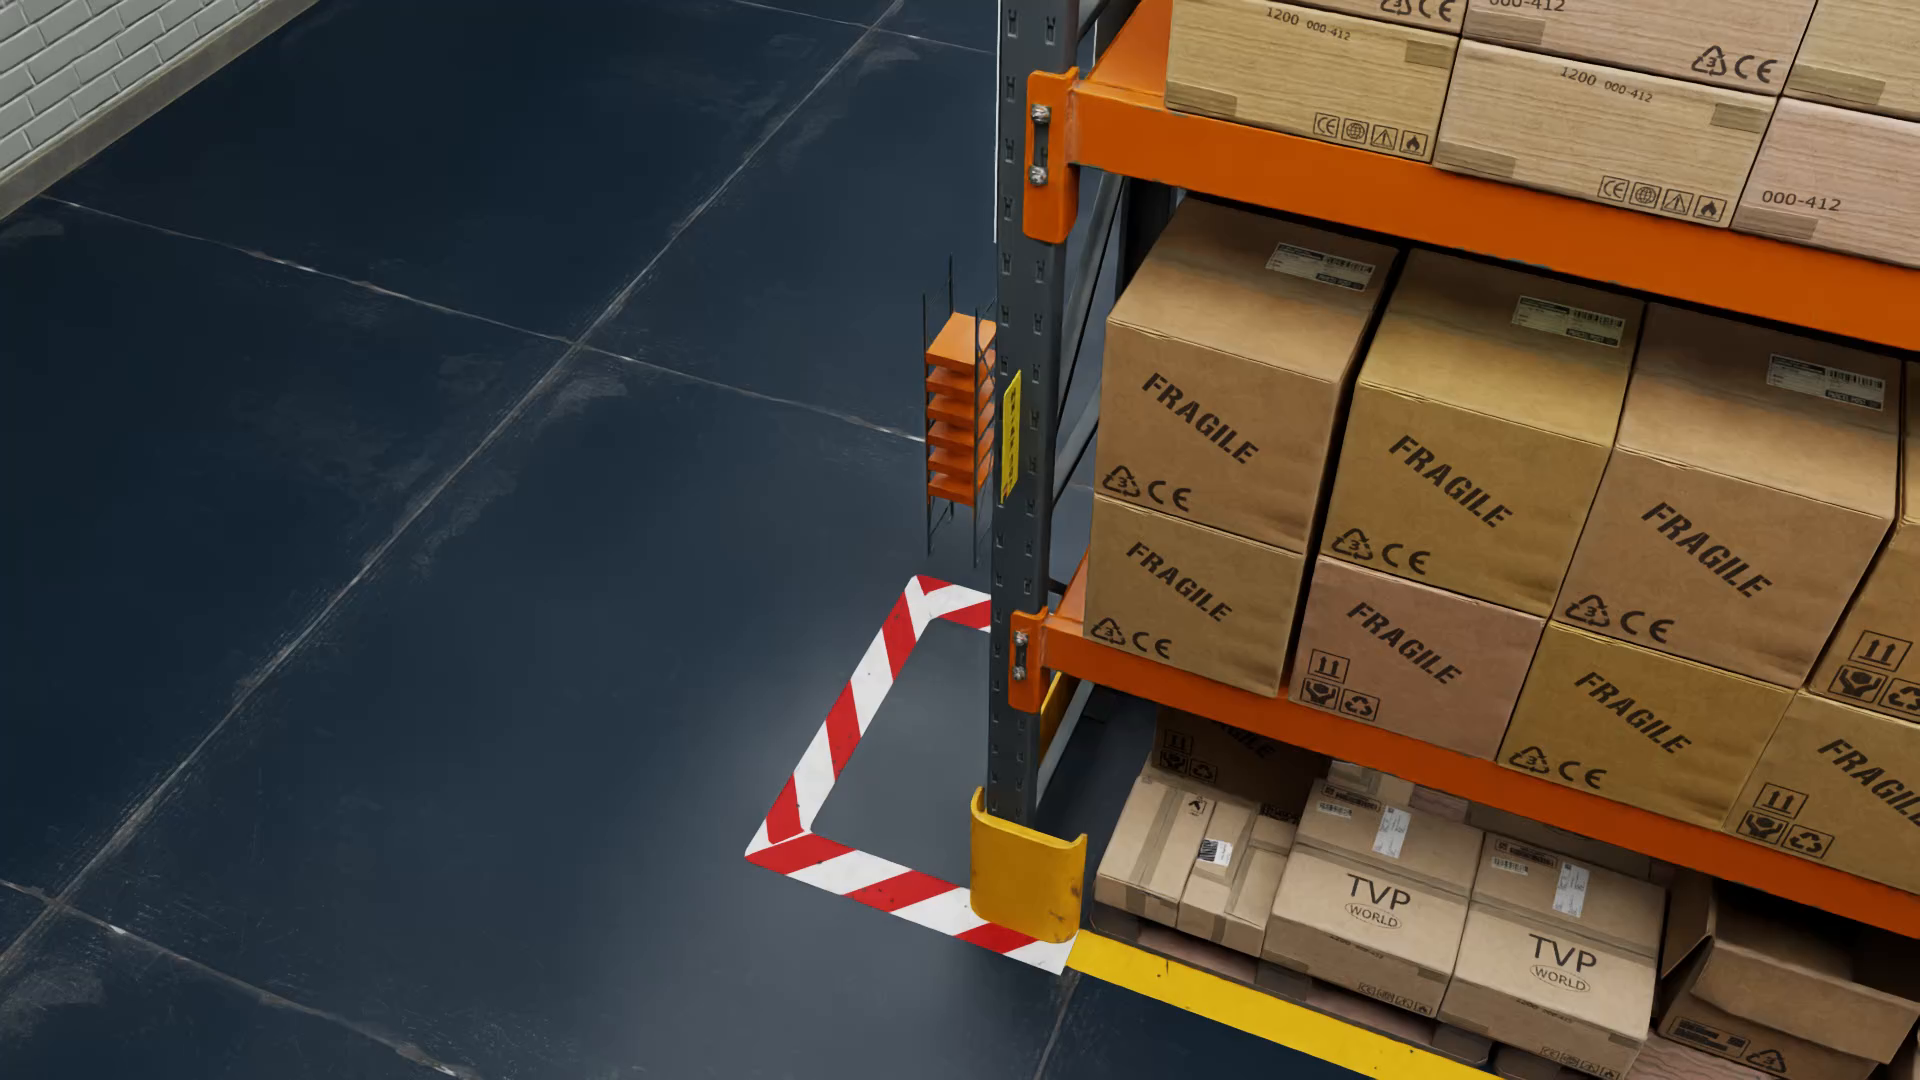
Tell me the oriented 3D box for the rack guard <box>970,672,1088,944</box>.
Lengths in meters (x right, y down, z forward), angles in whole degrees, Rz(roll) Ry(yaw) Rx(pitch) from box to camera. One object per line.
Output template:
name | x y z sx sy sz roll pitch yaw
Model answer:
rack guard | 0.395 0.631 5.262 0.348 0.500 1.175 16 47 16

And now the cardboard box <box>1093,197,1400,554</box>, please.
cardboard box | 0.633 -0.374 3.719 0.500 0.500 0.500 18 48 17

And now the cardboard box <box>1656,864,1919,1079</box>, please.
cardboard box | 2.280 1.032 4.544 0.637 0.503 0.797 16 47 16

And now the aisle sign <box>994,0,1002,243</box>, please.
aisle sign | 0.149 -1.025 3.311 0.004 0.787 0.394 16 47 16

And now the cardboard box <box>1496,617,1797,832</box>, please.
cardboard box | 1.573 0.255 3.796 0.500 0.500 0.500 16 47 16

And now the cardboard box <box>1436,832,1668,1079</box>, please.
cardboard box | 1.640 1.146 4.609 0.500 0.250 0.500 16 47 16

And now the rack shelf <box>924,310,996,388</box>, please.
rack shelf | 0.013 -0.645 5.600 0.180 0.103 0.258 16 47 16

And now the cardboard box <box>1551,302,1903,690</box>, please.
cardboard box | 1.578 -0.098 3.442 0.500 0.500 0.500 17 47 16

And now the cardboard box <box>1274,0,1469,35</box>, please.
cardboard box | 0.698 -1.155 2.909 0.500 0.250 0.500 16 47 16

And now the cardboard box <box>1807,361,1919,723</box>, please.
cardboard box | 2.047 0.039 3.304 0.500 0.500 0.500 16 47 15

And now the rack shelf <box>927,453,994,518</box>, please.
rack shelf | 0.013 -0.220 6.023 0.180 0.103 0.258 16 47 16

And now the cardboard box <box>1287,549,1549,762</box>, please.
cardboard box | 1.111 0.117 3.935 0.500 0.500 0.500 16 47 15

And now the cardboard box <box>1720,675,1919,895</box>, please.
cardboard box | 2.034 0.392 3.658 0.500 0.500 0.500 17 47 16

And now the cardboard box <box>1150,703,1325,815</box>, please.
cardboard box | 0.921 0.441 5.140 0.500 0.500 0.500 16 47 16

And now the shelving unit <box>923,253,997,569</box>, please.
shelving unit | 0.013 -0.421 5.823 0.189 1.200 0.258 16 47 16

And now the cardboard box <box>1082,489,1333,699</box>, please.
cardboard box | 0.633 -0.020 4.072 0.500 0.500 0.500 17 47 17

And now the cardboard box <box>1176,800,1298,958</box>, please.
cardboard box | 0.809 0.977 4.838 0.250 0.166 0.380 16 47 16

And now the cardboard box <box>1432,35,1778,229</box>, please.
cardboard box | 1.157 -0.837 2.944 0.500 0.250 0.500 16 47 16

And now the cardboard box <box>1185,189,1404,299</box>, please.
cardboard box | 0.841 -0.724 4.071 0.500 0.500 0.500 16 47 15

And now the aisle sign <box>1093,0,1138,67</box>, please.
aisle sign | 0.380 -1.416 3.703 0.004 0.787 0.394 16 47 16

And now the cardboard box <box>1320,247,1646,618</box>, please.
cardboard box | 1.118 -0.237 3.582 0.500 0.500 0.500 17 47 16

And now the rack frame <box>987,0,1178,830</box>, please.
rack frame | 0.325 -0.276 4.401 0.127 3.000 1.000 16 47 16

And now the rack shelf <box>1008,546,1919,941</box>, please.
rack shelf | 2.170 0.522 4.109 4.000 0.370 1.077 16 47 16

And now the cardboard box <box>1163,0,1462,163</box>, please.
cardboard box | 0.701 -0.981 3.089 0.500 0.250 0.500 16 47 16

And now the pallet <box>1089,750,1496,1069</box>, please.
pallet | 1.131 0.949 5.147 1.213 0.211 1.003 16 47 16

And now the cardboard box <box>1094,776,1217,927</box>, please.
cardboard box | 0.579 0.916 4.912 0.250 0.149 0.380 16 47 16

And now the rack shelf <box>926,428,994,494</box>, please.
rack shelf | 0.013 -0.305 5.939 0.180 0.103 0.258 16 47 16

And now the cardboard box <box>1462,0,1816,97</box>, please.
cardboard box | 1.157 -1.014 2.768 0.500 0.250 0.500 16 47 16

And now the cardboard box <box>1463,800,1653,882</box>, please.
cardboard box | 1.786 0.807 4.949 0.500 0.250 0.500 16 47 16

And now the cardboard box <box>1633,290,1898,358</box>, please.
cardboard box | 1.788 -0.450 3.796 0.500 0.500 0.500 18 47 17

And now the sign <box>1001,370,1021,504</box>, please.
sign | 0.116 -0.230 3.741 0.005 0.325 0.100 16 47 16

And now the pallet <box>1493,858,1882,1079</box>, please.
pallet | 2.253 1.281 4.813 1.213 0.211 1.003 16 47 16

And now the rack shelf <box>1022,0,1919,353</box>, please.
rack shelf | 2.170 -0.541 3.051 4.000 0.370 1.077 16 47 16

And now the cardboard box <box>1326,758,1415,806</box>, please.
cardboard box | 1.260 0.728 5.088 0.250 0.166 0.380 16 47 16

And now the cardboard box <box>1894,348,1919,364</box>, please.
cardboard box | 2.262 -0.310 3.655 0.500 0.500 0.500 18 48 17

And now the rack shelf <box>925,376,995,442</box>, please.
rack shelf | 0.013 -0.475 5.770 0.180 0.103 0.258 16 47 16

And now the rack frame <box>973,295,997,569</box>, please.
rack frame | 0.098 -0.397 5.798 0.006 1.200 0.240 16 47 16

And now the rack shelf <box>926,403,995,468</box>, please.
rack shelf | 0.013 -0.390 5.854 0.180 0.103 0.258 16 47 16

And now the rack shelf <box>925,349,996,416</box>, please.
rack shelf | 0.013 -0.560 5.685 0.180 0.103 0.258 16 47 16

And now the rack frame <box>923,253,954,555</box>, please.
rack frame | -0.071 -0.446 5.848 0.006 1.200 0.240 16 47 16

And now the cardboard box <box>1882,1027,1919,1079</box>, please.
cardboard box | 2.689 1.433 4.277 0.500 0.311 0.500 16 47 16

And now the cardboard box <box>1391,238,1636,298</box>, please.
cardboard box | 1.308 -0.588 3.934 0.500 0.500 0.500 18 47 17

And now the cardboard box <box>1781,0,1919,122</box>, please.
cardboard box | 1.621 -0.883 2.636 0.500 0.250 0.500 16 47 16

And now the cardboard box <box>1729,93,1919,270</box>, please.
cardboard box | 1.619 -0.703 2.809 0.500 0.250 0.500 16 47 16

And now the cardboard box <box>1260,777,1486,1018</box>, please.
cardboard box | 1.179 1.011 4.745 0.500 0.250 0.500 16 47 16
